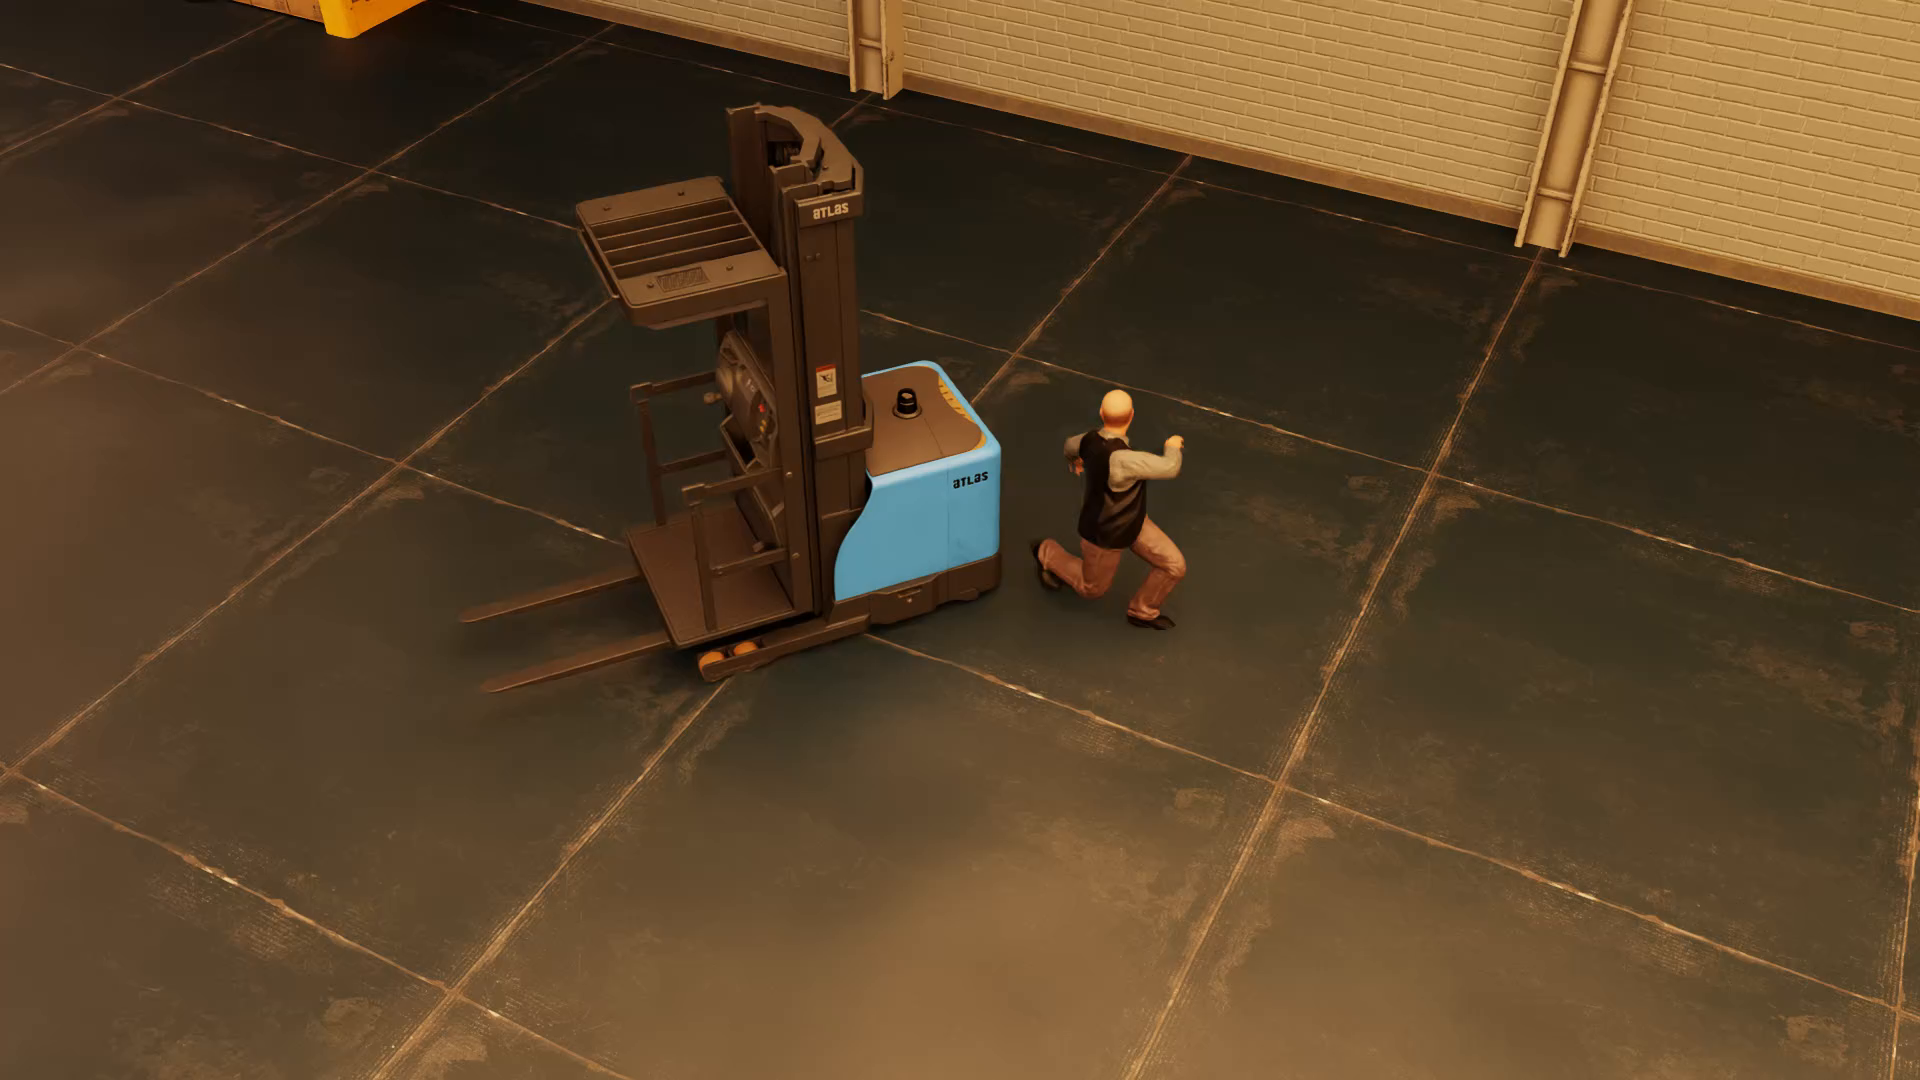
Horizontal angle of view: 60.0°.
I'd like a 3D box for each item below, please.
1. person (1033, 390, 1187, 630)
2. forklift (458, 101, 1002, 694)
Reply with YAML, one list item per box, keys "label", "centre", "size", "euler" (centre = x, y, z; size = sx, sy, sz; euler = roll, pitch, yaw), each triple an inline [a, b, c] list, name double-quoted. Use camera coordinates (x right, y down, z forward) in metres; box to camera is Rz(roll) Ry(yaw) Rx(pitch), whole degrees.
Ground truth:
- label: "person"
  centre: [0.878, -0.210, 9.426]
  size: [0.956, 1.489, 0.730]
  euler: [14, 42, 16]
- label: "forklift"
  centre: [-1.320, -0.719, 8.840]
  size: [3.031, 2.935, 1.130]
  euler: [-16, 43, -18]
